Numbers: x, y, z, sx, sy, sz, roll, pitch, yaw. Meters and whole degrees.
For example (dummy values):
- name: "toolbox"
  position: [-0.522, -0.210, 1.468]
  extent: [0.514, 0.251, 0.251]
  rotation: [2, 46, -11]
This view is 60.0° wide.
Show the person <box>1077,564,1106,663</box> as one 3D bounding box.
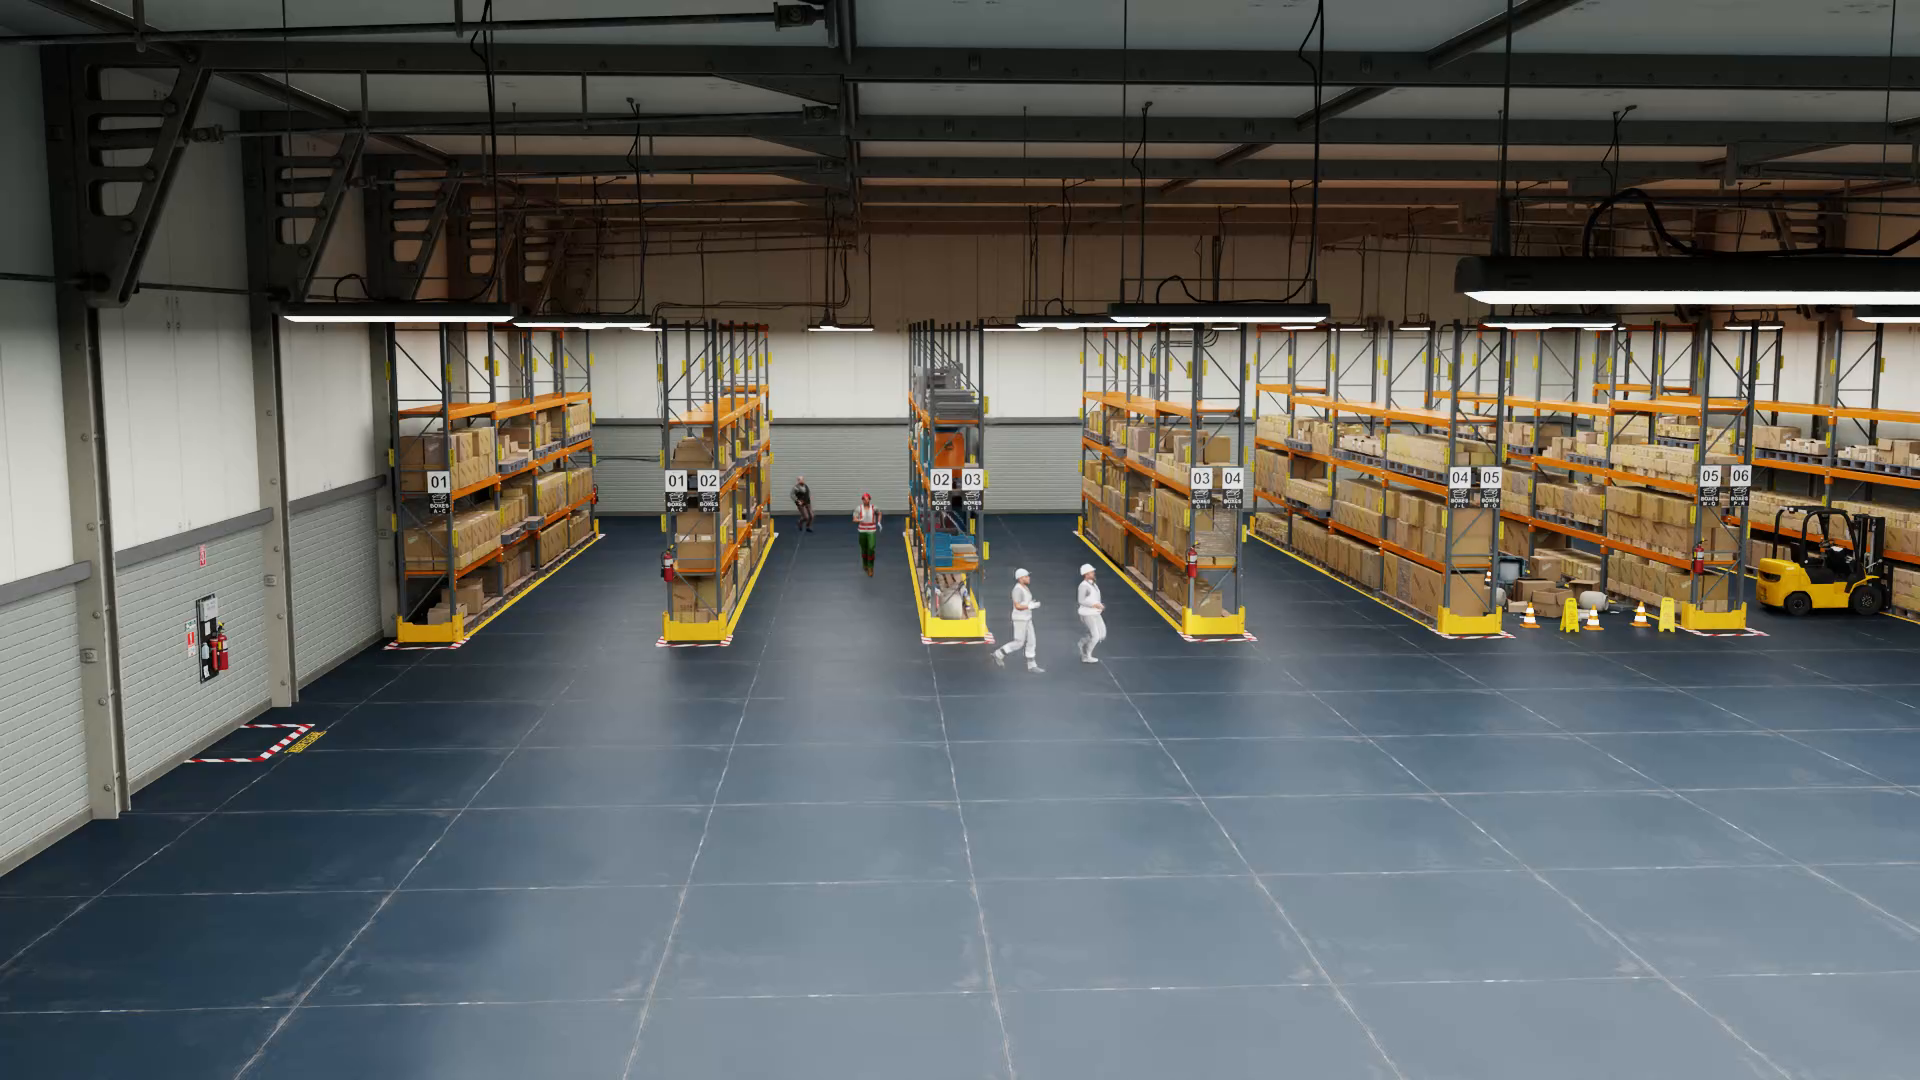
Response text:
- name: "person"
  position: [2.301, 1.280, 29.065]
  extent: [0.597, 1.724, 0.654]
  rotation: [3, 8, 25]

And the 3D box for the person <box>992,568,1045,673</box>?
- name: "person"
  position: [1.003, 1.359, 28.109]
  extent: [0.908, 1.770, 0.668]
  rotation: [2, 7, 18]

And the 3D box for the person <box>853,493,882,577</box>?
- name: "person"
  position: [-2.112, -0.132, 37.932]
  extent: [0.647, 1.883, 0.765]
  rotation: [0, 7, 1]

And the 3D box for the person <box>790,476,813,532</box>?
- name: "person"
  position: [-4.538, -1.029, 48.132]
  extent: [0.663, 1.648, 0.557]
  rotation: [-6, 9, -40]
